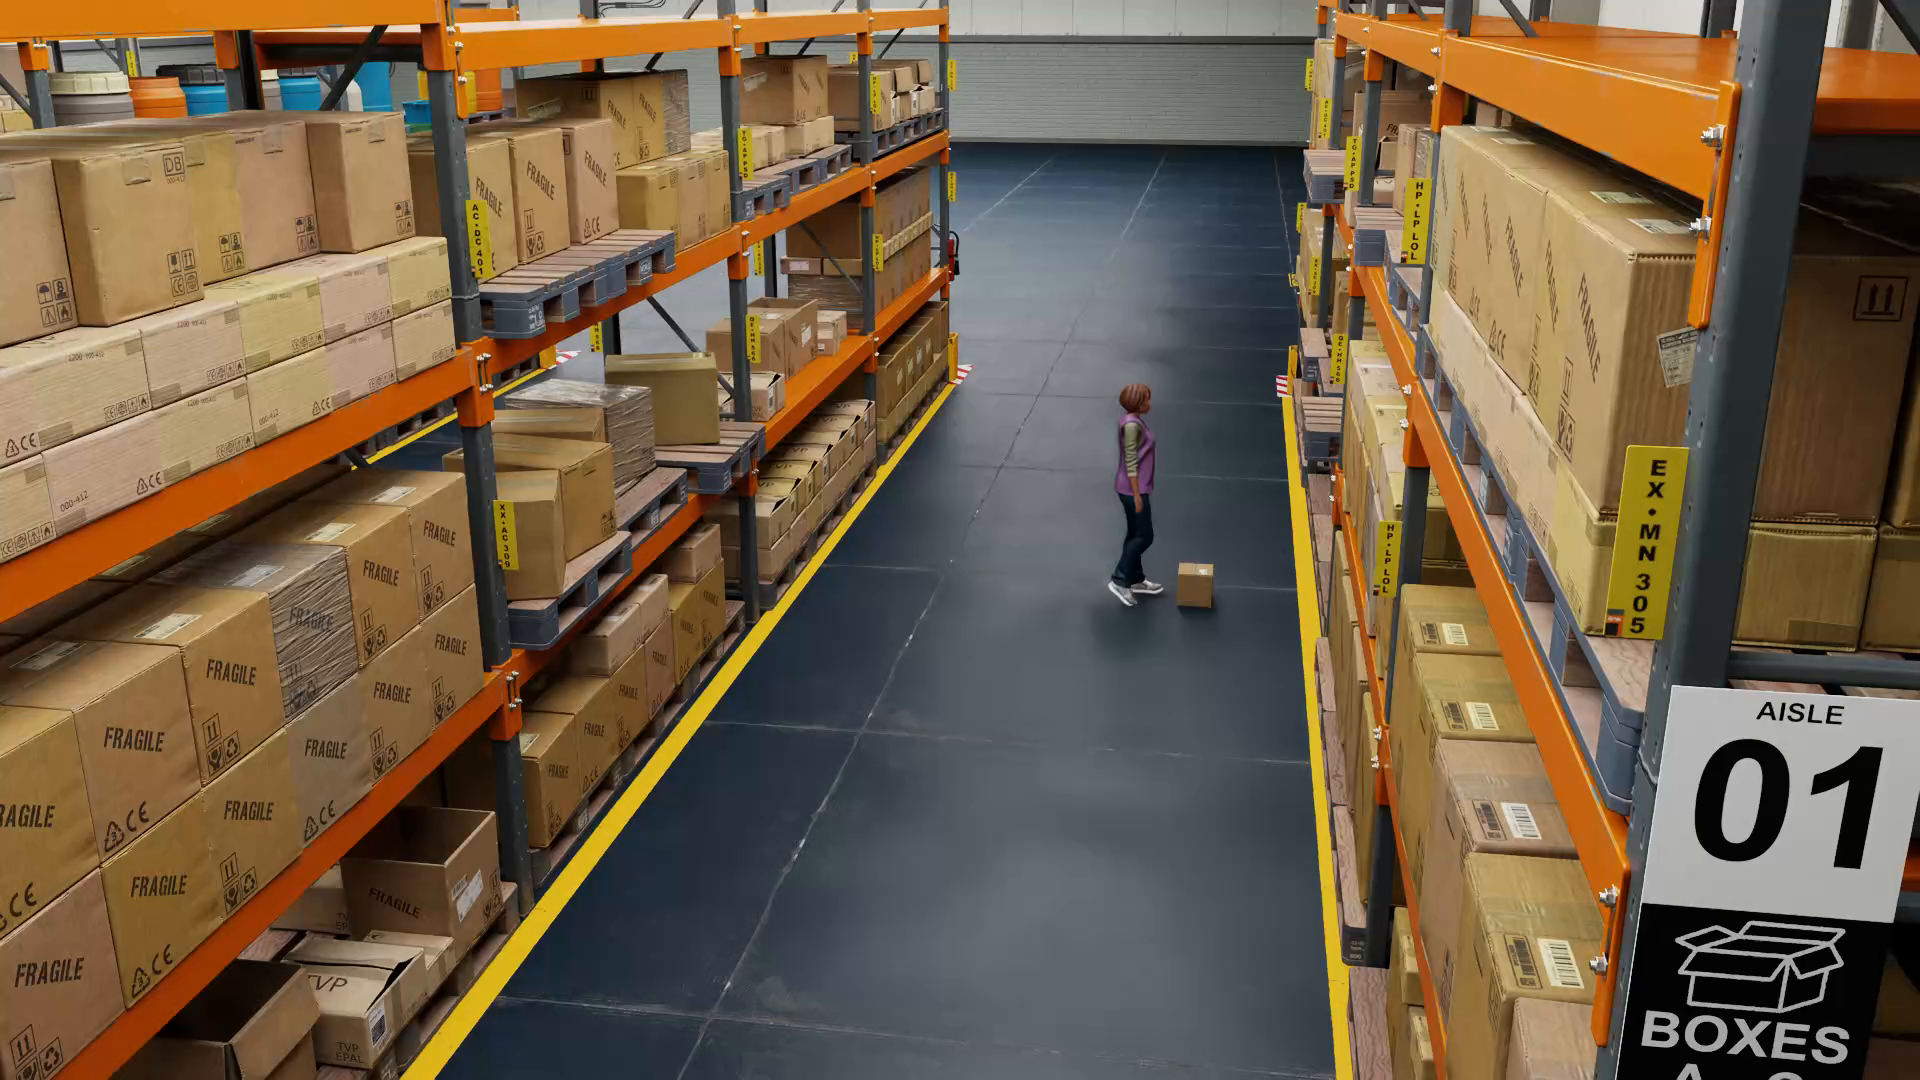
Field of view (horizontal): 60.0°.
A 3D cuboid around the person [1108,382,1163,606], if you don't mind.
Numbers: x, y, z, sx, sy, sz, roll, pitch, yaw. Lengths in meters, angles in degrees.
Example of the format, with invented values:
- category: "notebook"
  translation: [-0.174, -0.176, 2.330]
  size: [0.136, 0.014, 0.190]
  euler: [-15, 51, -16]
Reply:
- category: "person"
  translation: [1.302, -0.333, 12.090]
  size: [0.412, 1.649, 0.458]
  euler: [1, 18, 4]
